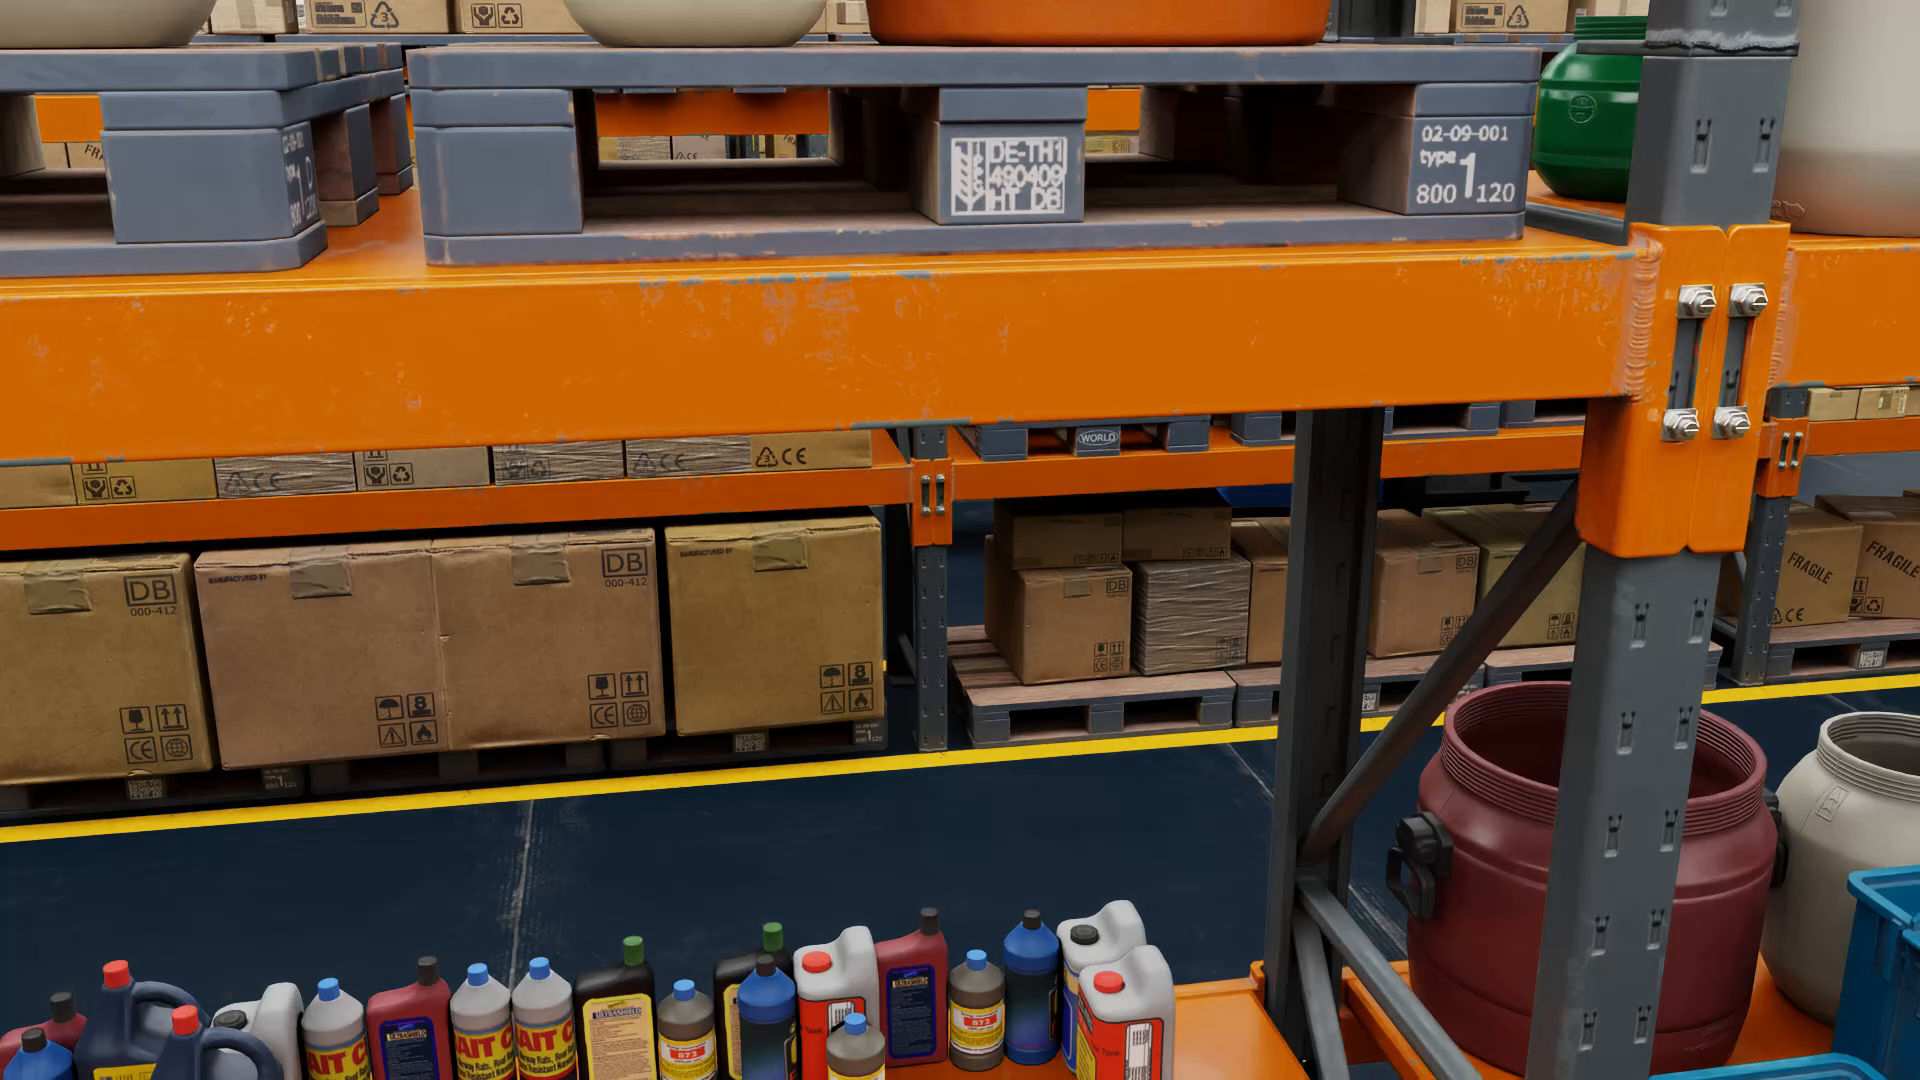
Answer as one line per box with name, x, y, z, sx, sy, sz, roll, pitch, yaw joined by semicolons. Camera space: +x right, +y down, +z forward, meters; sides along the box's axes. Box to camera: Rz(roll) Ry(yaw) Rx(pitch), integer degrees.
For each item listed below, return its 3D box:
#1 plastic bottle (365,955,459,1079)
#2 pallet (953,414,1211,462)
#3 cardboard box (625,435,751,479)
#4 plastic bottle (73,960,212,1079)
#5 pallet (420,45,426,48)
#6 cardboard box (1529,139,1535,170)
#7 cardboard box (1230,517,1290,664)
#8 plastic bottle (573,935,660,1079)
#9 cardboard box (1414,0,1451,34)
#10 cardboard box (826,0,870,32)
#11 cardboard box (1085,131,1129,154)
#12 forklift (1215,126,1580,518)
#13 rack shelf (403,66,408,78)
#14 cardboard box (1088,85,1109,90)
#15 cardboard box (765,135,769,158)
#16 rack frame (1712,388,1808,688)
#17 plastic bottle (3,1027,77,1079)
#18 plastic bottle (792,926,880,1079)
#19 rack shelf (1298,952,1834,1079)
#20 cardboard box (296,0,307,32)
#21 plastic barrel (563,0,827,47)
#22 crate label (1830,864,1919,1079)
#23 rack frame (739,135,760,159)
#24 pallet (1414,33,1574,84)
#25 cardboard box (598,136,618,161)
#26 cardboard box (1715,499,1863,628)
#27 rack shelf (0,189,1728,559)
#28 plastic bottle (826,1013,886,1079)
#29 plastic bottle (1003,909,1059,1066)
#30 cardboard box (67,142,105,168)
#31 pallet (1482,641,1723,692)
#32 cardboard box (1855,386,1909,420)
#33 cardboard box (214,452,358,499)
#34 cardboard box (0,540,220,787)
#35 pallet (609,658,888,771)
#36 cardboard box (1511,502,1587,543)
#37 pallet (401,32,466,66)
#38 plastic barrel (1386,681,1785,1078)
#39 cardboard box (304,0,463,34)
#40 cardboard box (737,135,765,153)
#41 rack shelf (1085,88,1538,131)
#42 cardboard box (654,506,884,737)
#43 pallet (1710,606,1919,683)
plastic bottle;-0.900;0.820;2.732;0.133;0.283;0.061;-3;17;-10
pallet;0.469;-0.625;7.563;1.003;0.211;1.213;-3;17;-10
cardboard box;-1.138;-0.569;6.884;0.500;0.500;0.500;-3;17;-11
plastic bottle;-1.276;0.821;2.612;0.185;0.351;0.144;-3;17;-10
pallet;-5.127;-4.688;15.682;1.217;0.209;0.805;-4;18;-13
cardboard box;2.911;-1.352;7.869;1.000;1.000;1.000;-3;17;-10
cardboard box;1.541;0.228;7.970;0.500;0.500;0.700;-2;17;-6
plastic bottle;-0.578;0.802;2.792;0.133;0.283;0.061;-3;17;-10
cardboard box;1.895;-2.258;7.129;0.250;0.166;0.380;-4;17;-12
cardboard box;-1.158;-5.034;16.314;0.500;0.500;0.700;-3;17;-10
cardboard box;0.892;-2.716;12.171;0.500;0.500;0.700;-3;17;-11
forklift;2.890;-1.501;10.206;3.031;2.935;1.130;-2;17;-7
rack shelf;-3.016;-3.060;11.282;4.000;0.370;1.077;-3;17;-10
cardboard box;0.300;-1.961;6.734;0.500;0.250;0.500;-3;17;-9
cardboard box;-1.697;-3.999;16.830;0.500;0.500;0.500;-4;17;-12
rack frame;3.717;-0.869;8.031;0.127;3.000;1.000;-3;17;-10
plastic bottle;-1.407;0.878;2.563;0.097;0.271;0.097;0;17;0
plastic bottle;-0.211;0.798;2.816;0.135;0.276;0.152;-3;17;-10
rack shelf;2.693;1.014;3.125;4.000;0.370;1.077;-3;17;-10
cardboard box;-4.075;-3.439;10.727;0.500;0.311;0.500;-3;17;-11
plastic barrel;-0.296;-0.685;1.843;0.301;0.262;0.301;0;17;0
crate label;1.756;0.788;2.578;0.616;0.435;0.502;-3;17;-10
rack frame;-2.090;-3.503;16.607;0.127;3.000;1.000;-3;17;-10
pallet;2.073;-2.150;7.415;1.003;0.211;1.213;-3;17;-10
cardboard box;-3.539;-3.868;15.922;0.500;0.500;0.500;-3;17;-10
cardboard box;4.117;0.115;8.371;0.500;0.500;0.500;-4;17;-12
rack shelf;-1.234;-0.197;1.959;4.000;0.370;1.077;-3;17;-10
plastic bottle;-0.169;0.869;2.713;0.097;0.201;0.097;0;17;0
plastic bottle;0.124;0.773;2.905;0.097;0.271;0.097;0;17;0
cardboard box;-5.389;-2.422;10.710;0.500;0.500;0.500;-4;17;-12
pallet;2.953;0.508;8.298;1.213;0.211;1.003;-3;17;-10
cardboard box;4.233;-0.684;7.858;0.250;0.149;0.380;-3;17;-10
cardboard box;-2.654;-0.480;6.597;0.500;0.500;0.500;-4;17;-12
cardboard box;-3.513;0.350;6.965;0.875;0.875;1.225;-3;17;-10
pallet;-0.999;0.709;7.643;1.213;0.211;1.003;-3;17;-10
cardboard box;3.110;0.144;8.242;0.500;0.500;0.700;-5;18;-15
pallet;-3.335;-3.265;11.044;1.003;0.211;1.213;-3;17;-10
plastic barrel;1.128;0.604;3.005;0.708;0.536;0.600;-3;17;-10
cardboard box;-2.212;-2.210;6.398;0.637;0.503;0.797;-3;17;-11
cardboard box;-2.549;-5.048;21.041;0.500;0.250;0.500;-3;17;-11
rack shelf;1.753;-1.847;7.334;4.000;0.370;1.077;-3;17;-10
cardboard box;-0.892;0.202;7.450;0.875;0.875;1.225;-4;18;-13
pallet;4.370;0.417;8.595;1.213;0.211;1.003;-3;17;-10
